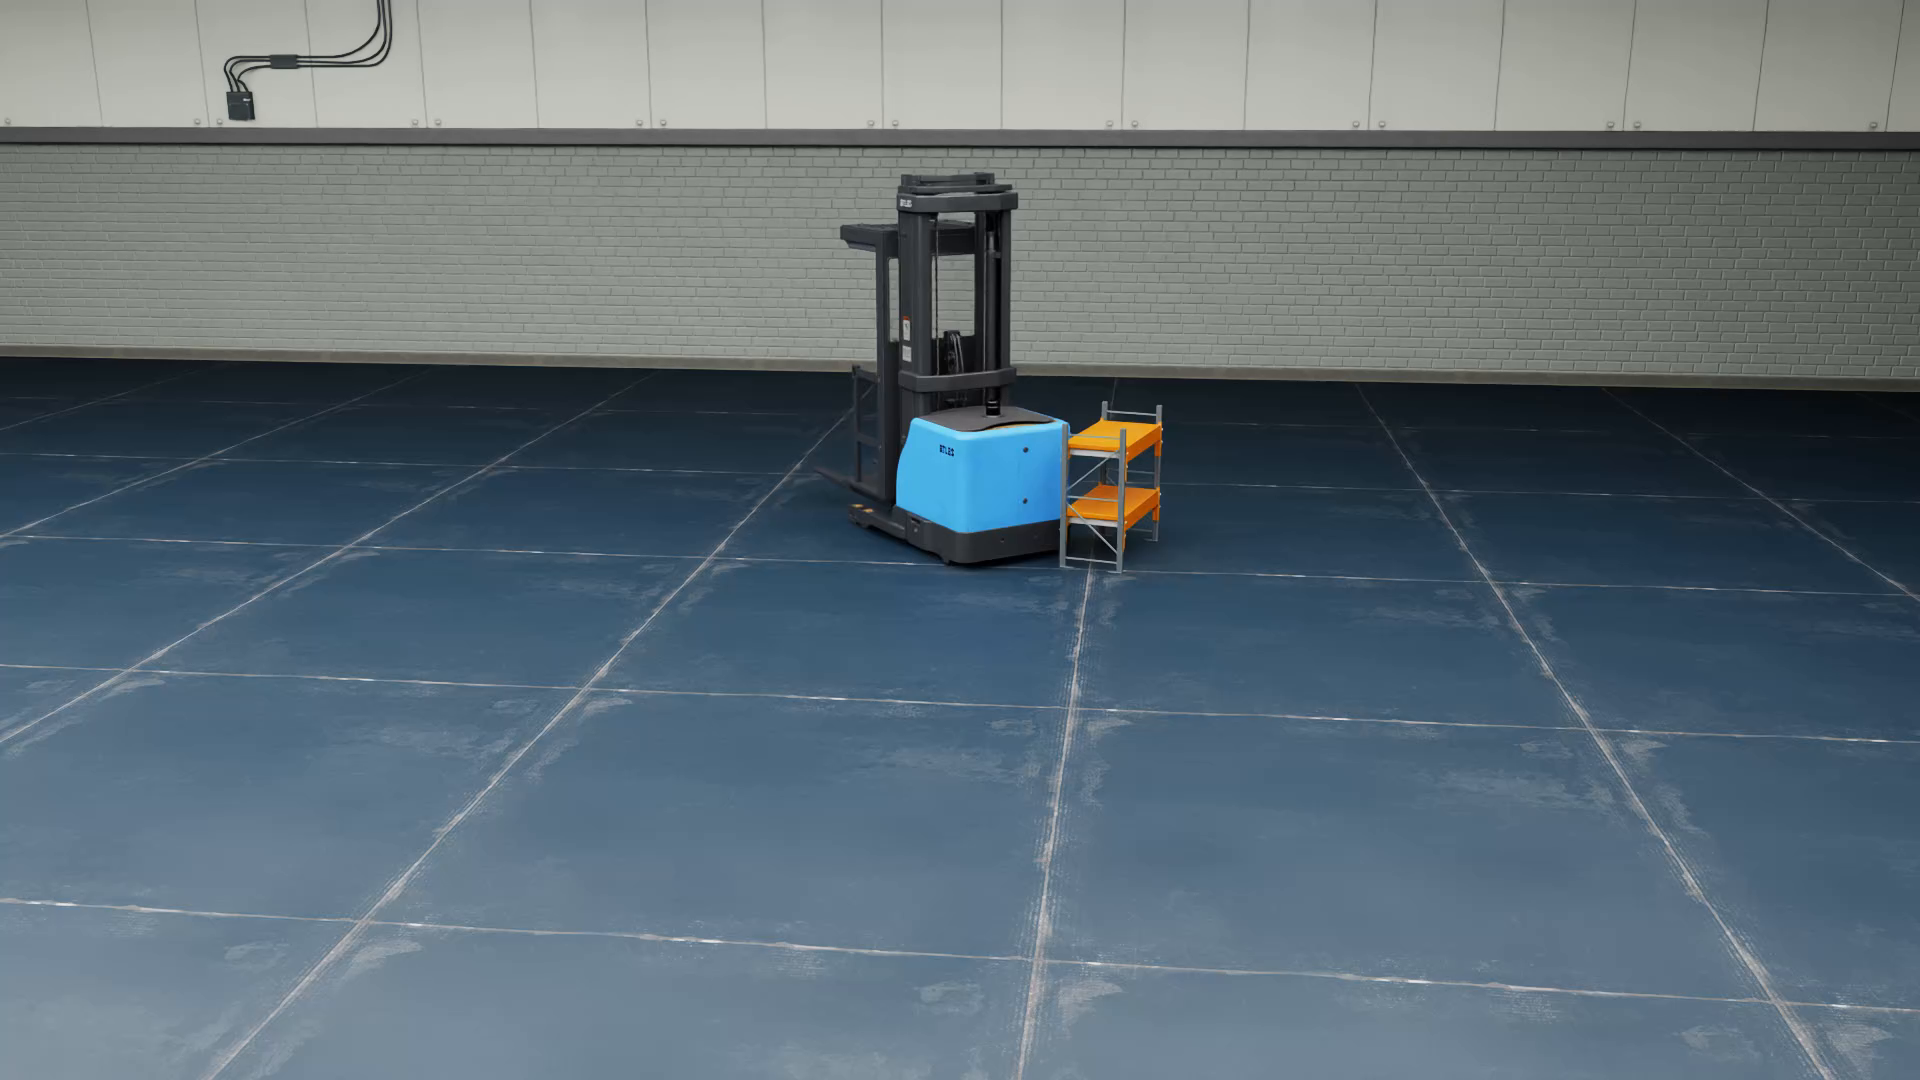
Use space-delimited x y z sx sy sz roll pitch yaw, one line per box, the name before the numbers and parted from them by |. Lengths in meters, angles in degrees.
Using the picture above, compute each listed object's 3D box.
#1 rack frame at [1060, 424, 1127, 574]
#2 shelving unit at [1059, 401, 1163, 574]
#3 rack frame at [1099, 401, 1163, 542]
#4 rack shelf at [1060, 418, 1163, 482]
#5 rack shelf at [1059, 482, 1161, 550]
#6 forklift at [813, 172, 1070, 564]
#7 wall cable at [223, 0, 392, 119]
rack frame | 1.009 -0.312 12.661 0.500 1.125 0.032 6 16 21
shelving unit | 1.199 -0.435 13.116 0.538 1.125 1.048 6 16 21
rack frame | 1.389 -0.558 13.572 0.500 1.125 0.032 6 16 21
rack shelf | 1.199 -0.718 13.040 0.538 0.278 1.000 6 16 21
rack shelf | 1.199 -0.199 13.180 0.538 0.278 1.000 6 16 21
forklift | -0.303 -1.567 13.841 1.130 2.935 3.031 -9 17 -29
wall cable | -8.427 -8.383 20.909 2.305 6.003 0.169 2 15 6
